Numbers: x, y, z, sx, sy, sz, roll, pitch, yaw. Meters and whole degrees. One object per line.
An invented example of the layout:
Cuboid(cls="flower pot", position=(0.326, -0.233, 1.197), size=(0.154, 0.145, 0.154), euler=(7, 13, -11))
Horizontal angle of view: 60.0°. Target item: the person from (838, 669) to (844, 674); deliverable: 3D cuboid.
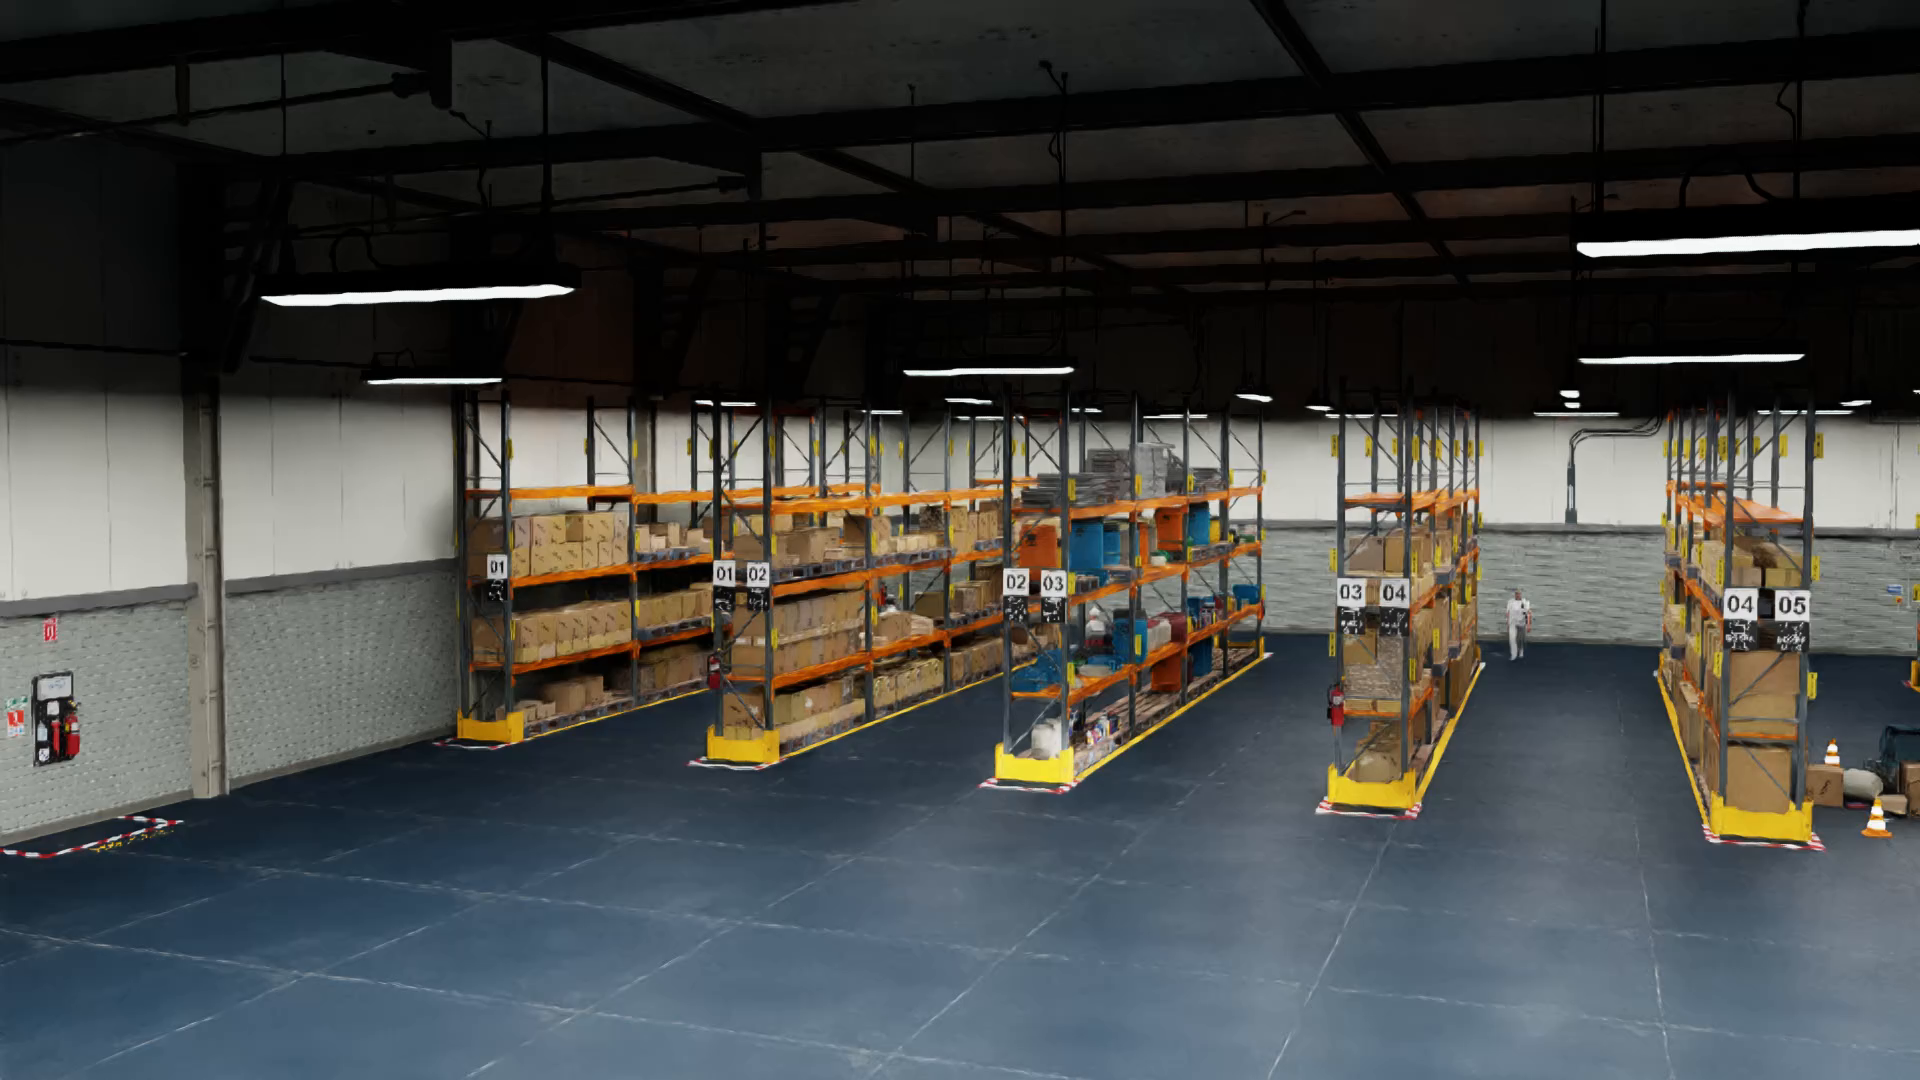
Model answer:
Cuboid(cls="person", position=(-2.525, 2.375, 33.840), size=(0.566, 1.541, 0.519), euler=(1, 3, 18))

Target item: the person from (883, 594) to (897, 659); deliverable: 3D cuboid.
Cuboid(cls="person", position=(-1.559, 2.072, 38.010), size=(0.382, 1.675, 0.516), euler=(0, 3, -8))

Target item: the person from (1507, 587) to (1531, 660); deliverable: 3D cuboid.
Cuboid(cls="person", position=(13.258, 1.969, 39.451), size=(0.556, 1.712, 1.030), euler=(1, 3, 19))

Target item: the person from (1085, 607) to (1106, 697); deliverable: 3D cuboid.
Cuboid(cls="person", position=(2.696, 2.245, 33.588), size=(0.586, 1.784, 0.666), euler=(3, 4, 42))
